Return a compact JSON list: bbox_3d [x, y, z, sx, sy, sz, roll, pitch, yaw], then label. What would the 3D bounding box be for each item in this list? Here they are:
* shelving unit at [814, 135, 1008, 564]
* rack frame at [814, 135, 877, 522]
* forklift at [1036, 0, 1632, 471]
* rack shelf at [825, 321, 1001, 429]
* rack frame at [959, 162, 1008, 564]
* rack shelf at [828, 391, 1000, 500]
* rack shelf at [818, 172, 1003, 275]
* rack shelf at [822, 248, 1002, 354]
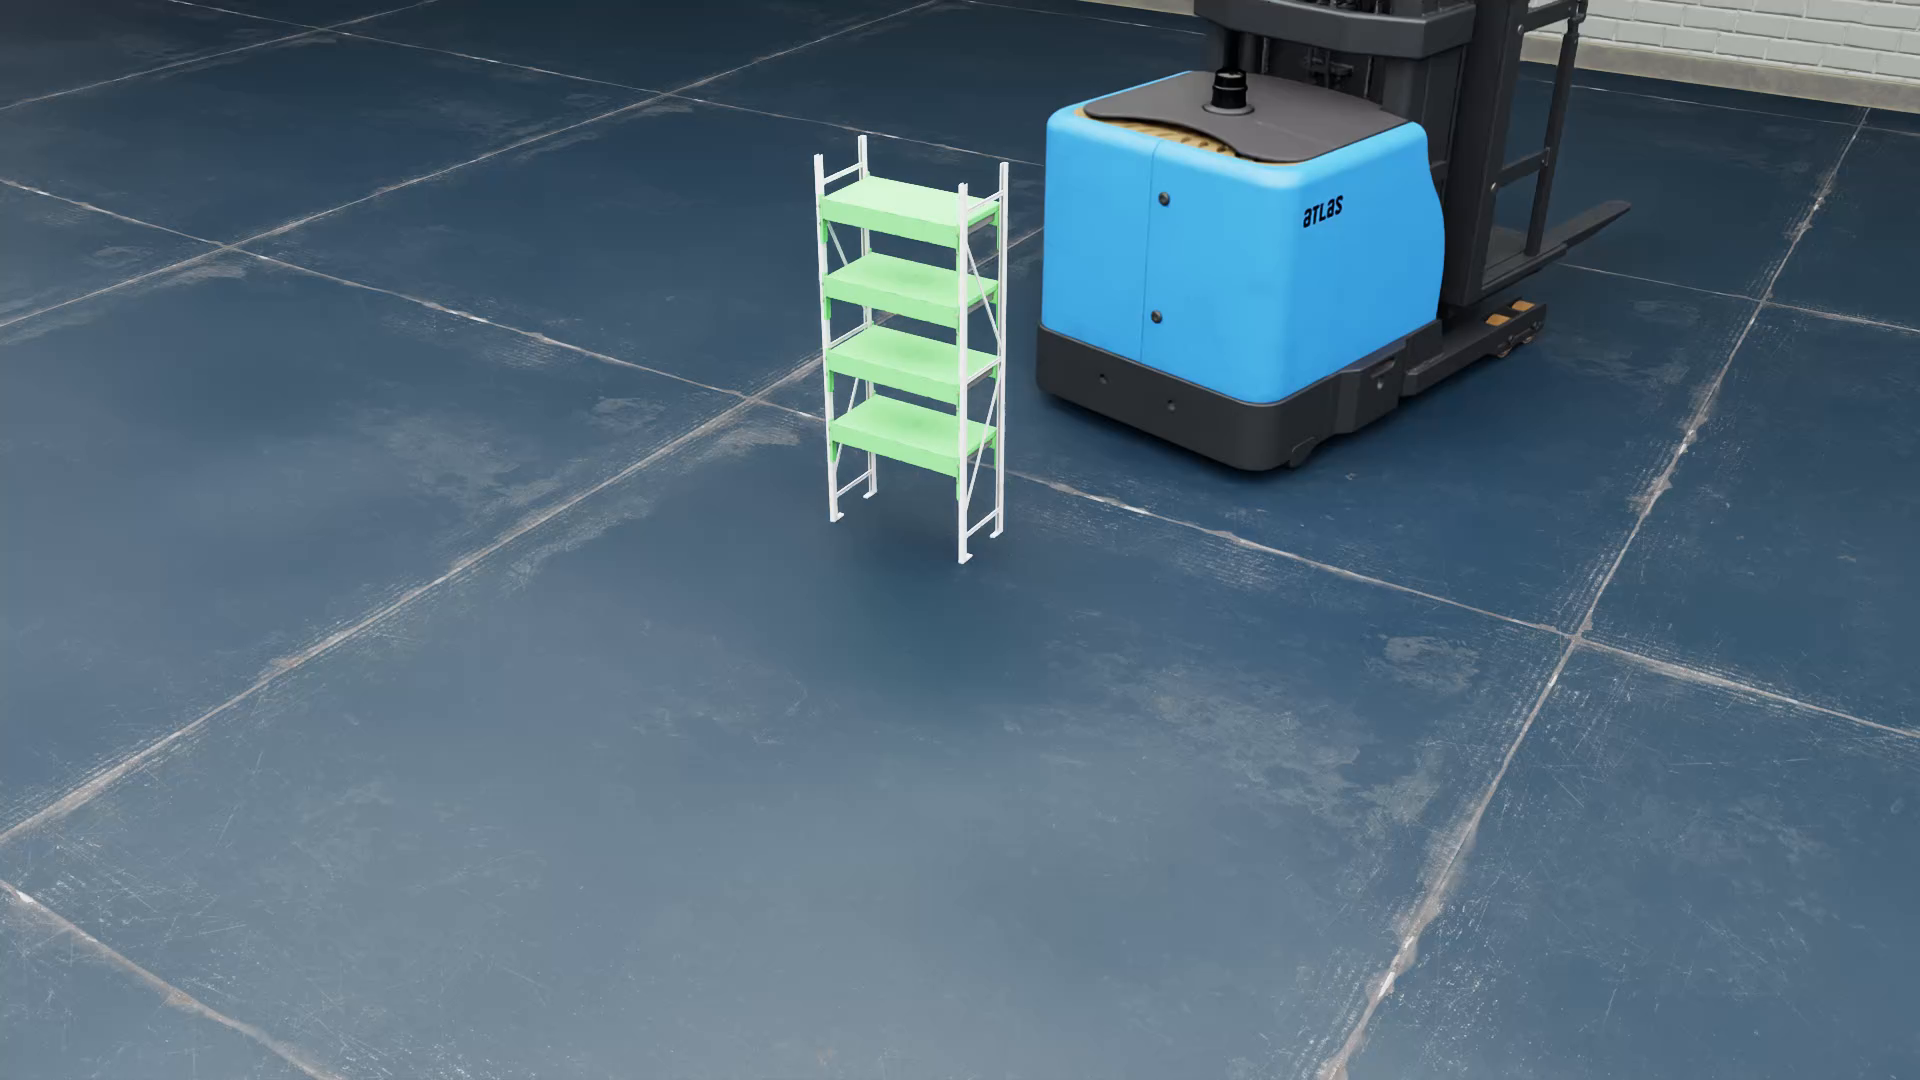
[{"bbox_3d":[-0.140,-0.563,5.024,0.503,1.200,0.258,18,35,27],"label":"shelving unit"},{"bbox_3d":[-0.347,-0.628,5.136,0.015,1.200,0.240,18,35,27],"label":"rack frame"},{"bbox_3d":[1.672,-2.138,6.005,1.130,2.935,3.031,26,39,37],"label":"forklift"},{"bbox_3d":[-0.140,-0.507,5.056,0.480,0.148,0.258,18,35,27],"label":"rack shelf"},{"bbox_3d":[0.066,-0.497,4.912,0.015,1.200,0.240,18,35,27],"label":"rack frame"},{"bbox_3d":[-0.140,-0.300,5.177,0.480,0.148,0.258,18,35,27],"label":"rack shelf"},{"bbox_3d":[-0.140,-0.922,4.814,0.480,0.148,0.258,18,35,27],"label":"rack shelf"},{"bbox_3d":[-0.140,-0.715,4.935,0.480,0.148,0.258,18,35,27],"label":"rack shelf"}]
